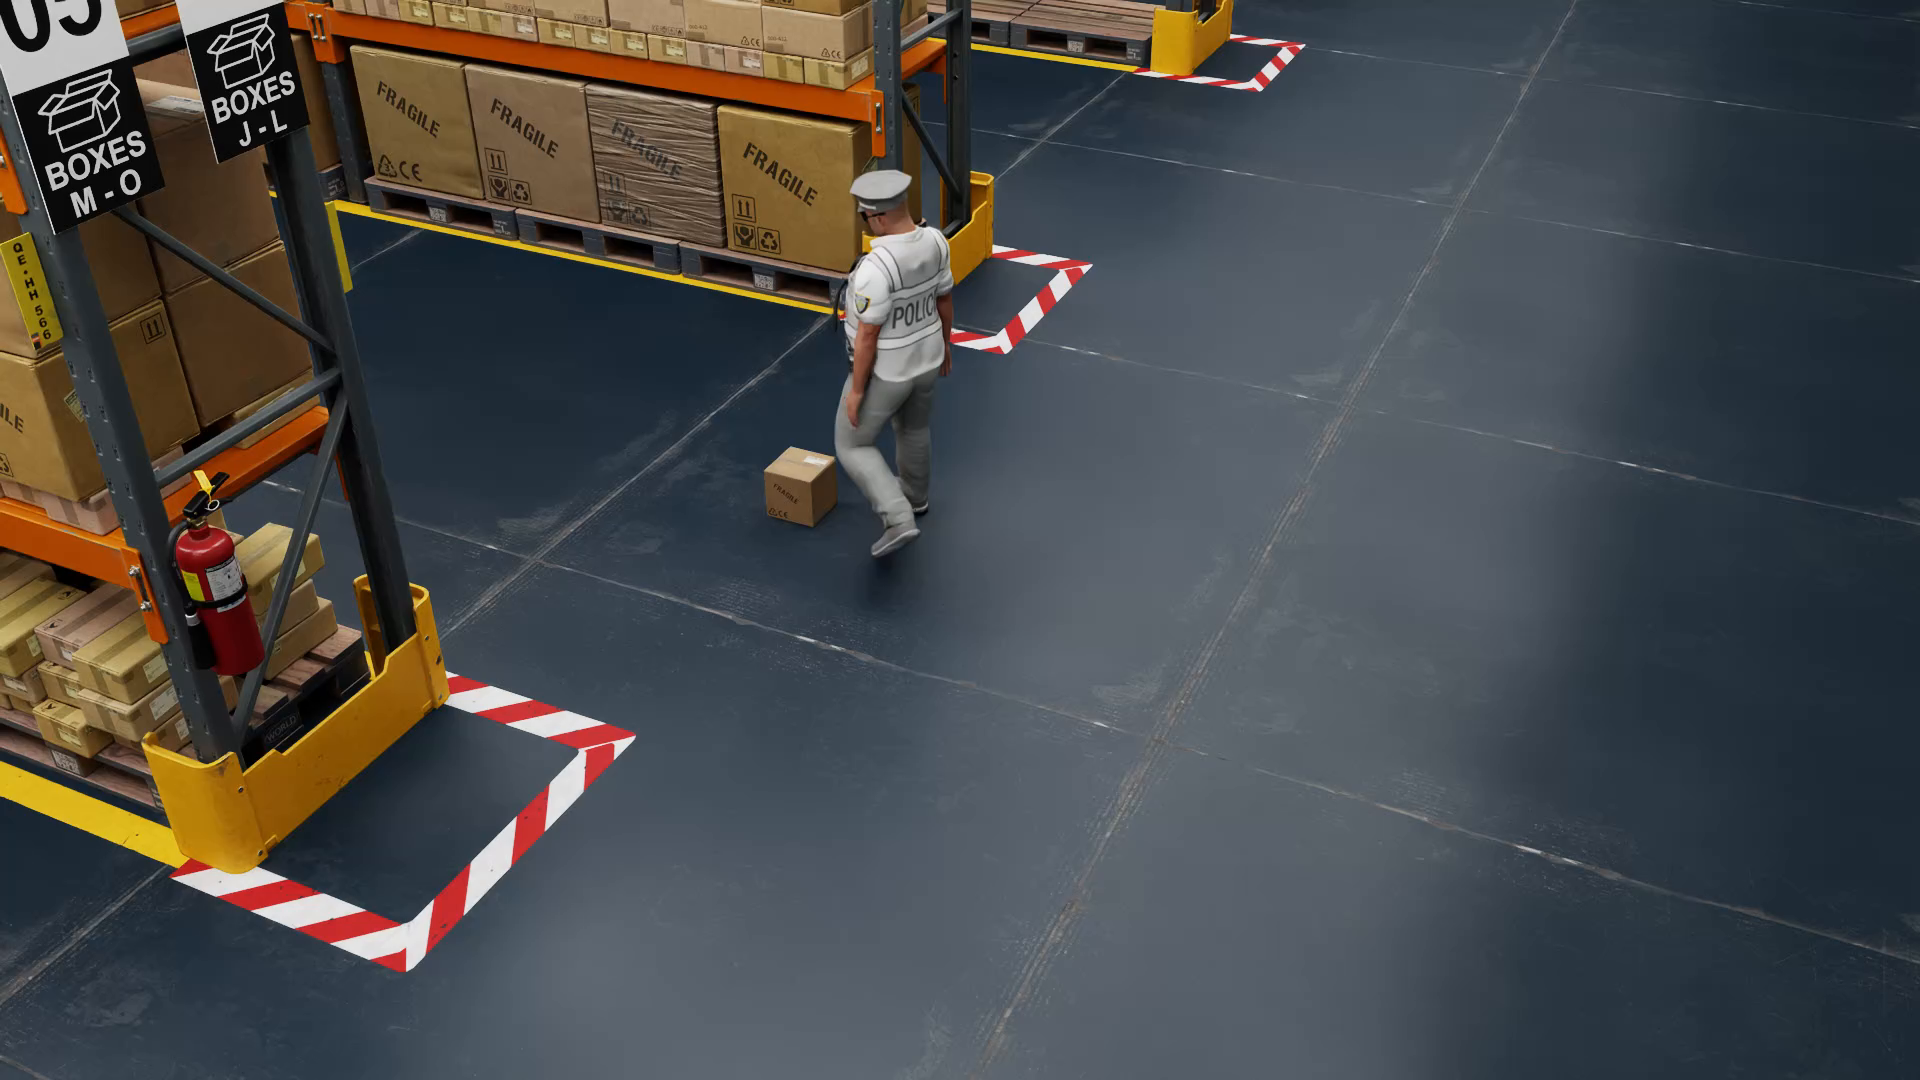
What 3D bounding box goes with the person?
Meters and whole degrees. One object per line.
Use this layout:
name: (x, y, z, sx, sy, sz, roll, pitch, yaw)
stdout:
person: (-0.292, -0.776, 7.310, 0.630, 1.740, 0.658, 27, 42, 34)
